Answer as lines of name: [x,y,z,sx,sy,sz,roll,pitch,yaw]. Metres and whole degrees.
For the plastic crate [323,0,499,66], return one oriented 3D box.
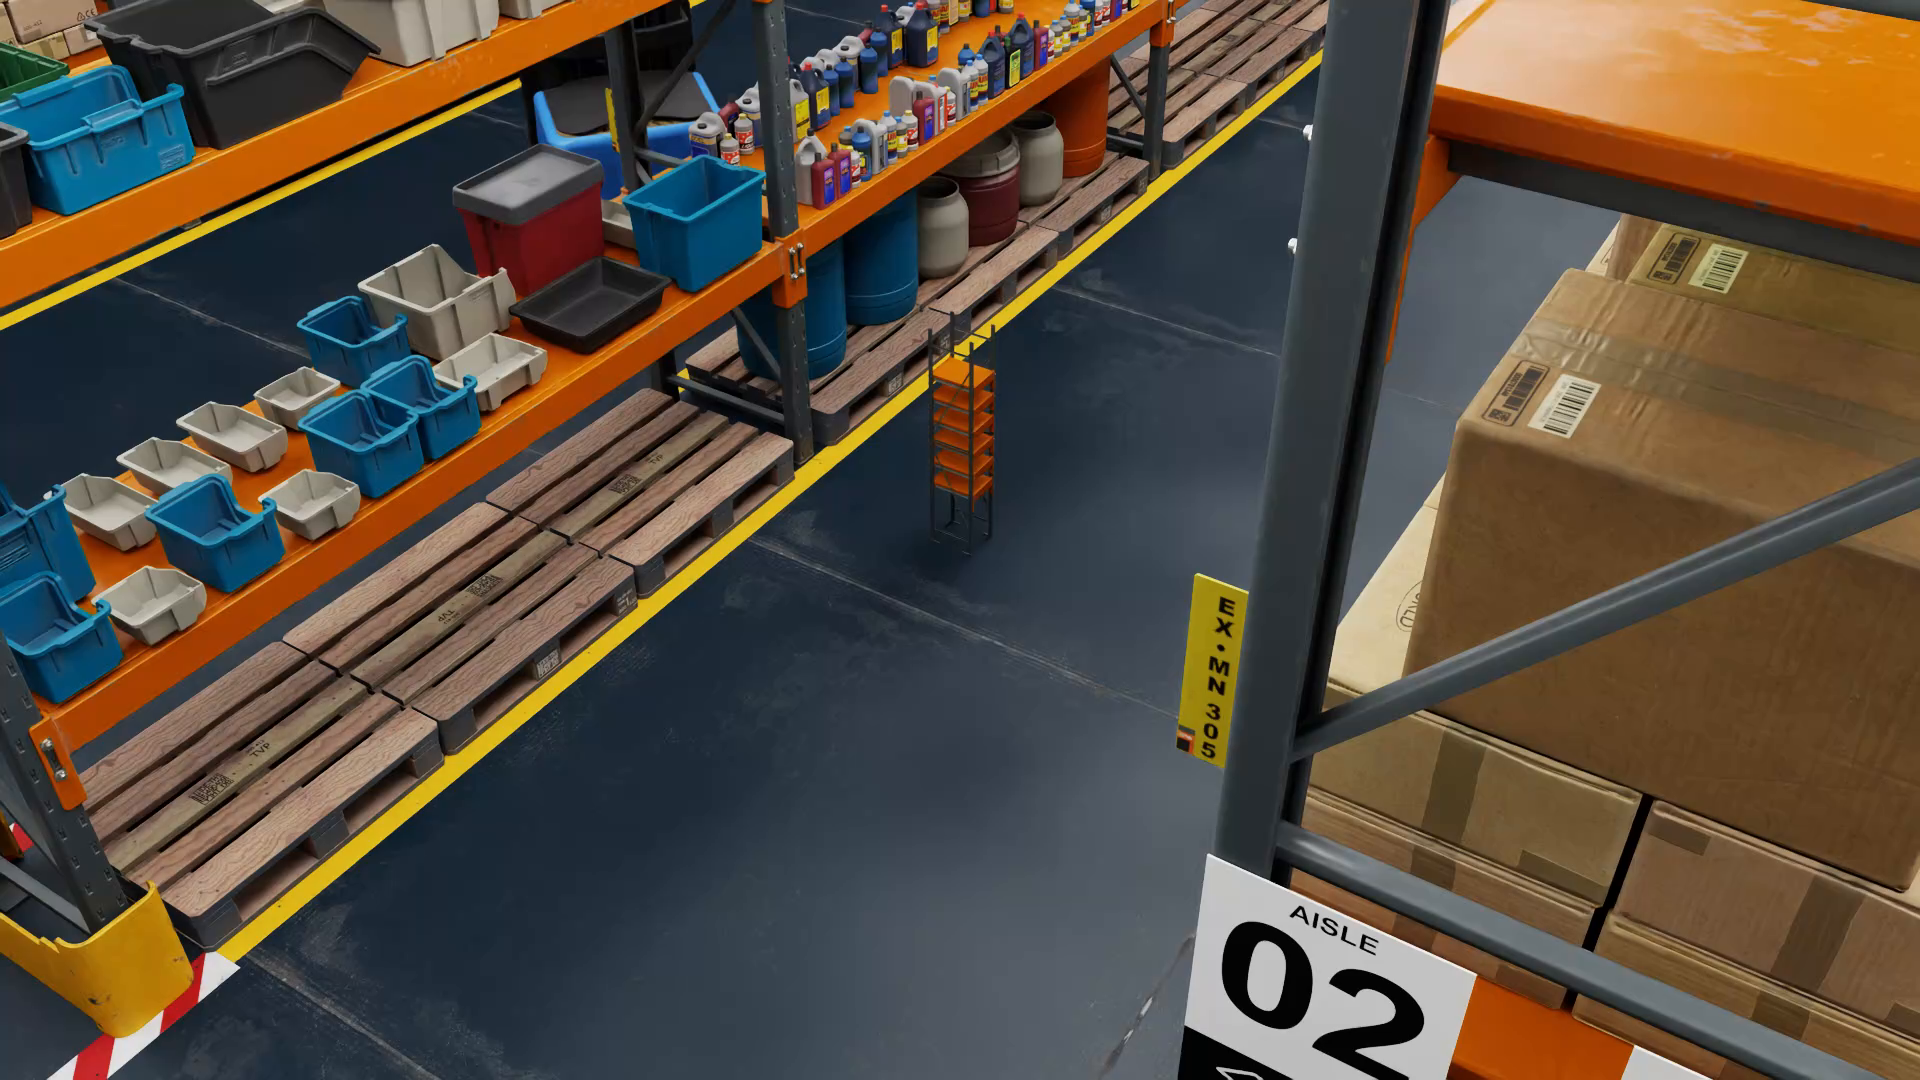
plastic crate: [-1.917,-1.885,5.818,0.437,0.282,0.530,21,42,25]

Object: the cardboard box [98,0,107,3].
cardboard box: [-5.384,-3.754,10.521,0.500,0.500,0.500,21,42,25]

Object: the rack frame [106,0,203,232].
rack frame: [-5.404,-3.384,10.123,1.000,3.000,0.127,21,42,25]

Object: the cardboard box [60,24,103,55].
cardboard box: [-5.291,-3.020,9.856,0.380,0.149,0.250,21,43,25]

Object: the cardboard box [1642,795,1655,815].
cardboard box: [1.145,0.186,3.157,0.500,0.250,0.500,21,42,25]

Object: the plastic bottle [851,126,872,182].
plastic bottle: [-0.495,-1.947,8.364,0.097,0.271,0.097,0,38,0]

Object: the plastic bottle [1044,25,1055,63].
plastic bottle: [0.498,-2.876,9.626,0.097,0.201,0.097,0,38,0]

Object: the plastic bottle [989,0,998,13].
plastic bottle: [0.168,-3.421,10.272,0.152,0.276,0.135,21,42,25]

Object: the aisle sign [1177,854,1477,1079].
aisle sign: [0.520,0.826,2.532,0.394,0.787,0.004,21,42,25]

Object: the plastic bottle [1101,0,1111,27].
plastic bottle: [0.863,-3.227,10.081,0.097,0.201,0.097,0,38,0]

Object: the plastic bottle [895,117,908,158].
plastic bottle: [-0.319,-2.089,8.605,0.097,0.201,0.097,0,38,0]

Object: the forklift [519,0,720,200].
forklift: [-2.284,-3.489,10.315,1.130,2.935,3.031,-12,39,-15]

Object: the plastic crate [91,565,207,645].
plastic crate: [-2.713,0.221,5.613,0.250,0.136,0.298,21,42,25]

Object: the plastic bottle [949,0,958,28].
plastic bottle: [-0.066,-3.251,10.045,0.061,0.283,0.133,21,42,25]

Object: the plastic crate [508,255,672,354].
plastic crate: [-1.595,-1.014,7.224,0.437,0.125,0.590,21,42,25]

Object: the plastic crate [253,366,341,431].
plastic crate: [-2.642,-0.556,6.621,0.298,0.136,0.250,21,42,25]

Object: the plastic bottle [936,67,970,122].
plastic bottle: [-0.032,-2.426,8.981,0.152,0.276,0.135,21,42,25]

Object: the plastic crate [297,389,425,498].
plastic crate: [-2.250,-0.358,6.285,0.416,0.233,0.300,21,42,25]

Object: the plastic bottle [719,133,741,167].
plastic bottle: [-1.169,-1.963,8.442,0.097,0.201,0.097,0,38,0]

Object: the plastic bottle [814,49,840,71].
plastic bottle: [-0.746,-2.542,9.131,0.152,0.276,0.135,21,42,25]

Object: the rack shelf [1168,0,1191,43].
rack shelf: [1.992,-4.572,12.253,1.077,0.370,4.000,21,42,25]

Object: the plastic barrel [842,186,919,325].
plastic barrel: [-0.537,-1.739,9.364,0.600,0.901,0.708,21,42,25]

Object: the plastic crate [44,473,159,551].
plastic crate: [-3.081,-0.101,6.030,0.396,0.136,0.243,21,42,25]

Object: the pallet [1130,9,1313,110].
pallet: [2.023,-3.735,12.861,1.003,0.211,1.213,21,42,25]

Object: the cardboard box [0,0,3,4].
cardboard box: [-5.697,-3.158,9.094,0.500,0.500,0.500,22,43,26]

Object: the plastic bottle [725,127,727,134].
plastic bottle: [-1.245,-2.063,8.572,0.097,0.201,0.097,0,38,0]

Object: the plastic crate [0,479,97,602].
plastic crate: [-3.344,0.027,5.620,0.616,0.435,0.499,21,42,25]

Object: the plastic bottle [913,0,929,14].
plastic bottle: [-0.242,-3.082,9.826,0.061,0.283,0.133,21,42,25]

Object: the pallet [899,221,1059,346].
pallet: [-0.121,-1.675,10.190,1.003,0.211,1.213,21,42,25]

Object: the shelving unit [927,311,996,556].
shelving unit: [0.008,-0.483,7.833,0.258,1.200,0.189,21,42,25]

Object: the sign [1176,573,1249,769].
sign: [0.357,0.190,2.305,0.100,0.325,0.005,21,42,25]

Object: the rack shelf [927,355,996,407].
rack shelf: [0.008,-0.733,7.640,0.258,0.103,0.180,21,42,25]

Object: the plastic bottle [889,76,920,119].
plastic bottle: [-0.285,-2.356,8.890,0.152,0.276,0.135,21,42,25]

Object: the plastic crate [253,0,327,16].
plastic crate: [-2.468,-1.932,5.998,0.437,0.136,0.530,21,42,25]

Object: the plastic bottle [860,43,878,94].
plastic bottle: [-0.506,-2.628,9.247,0.097,0.271,0.097,0,38,0]

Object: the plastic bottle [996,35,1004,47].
plastic bottle: [0.230,-2.699,9.329,0.061,0.283,0.133,21,42,25]

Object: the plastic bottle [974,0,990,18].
plastic bottle: [0.134,-3.349,10.182,0.097,0.271,0.097,0,38,0]

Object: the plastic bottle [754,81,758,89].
plastic bottle: [-1.006,-2.325,8.790,0.144,0.351,0.185,21,42,25]

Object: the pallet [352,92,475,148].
pallet: [-4.402,-3.334,12.341,1.003,0.211,1.213,21,42,25]

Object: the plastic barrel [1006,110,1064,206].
plastic barrel: [0.446,-2.429,10.577,0.421,0.512,0.421,0,38,0]

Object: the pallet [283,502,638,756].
pallet: [-2.236,0.364,7.545,1.003,0.211,1.213,21,42,25]

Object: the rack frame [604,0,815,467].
rack frame: [-1.222,-1.764,8.021,1.000,3.000,0.127,21,42,25]

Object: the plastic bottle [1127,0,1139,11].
plastic bottle: [1.064,-3.432,10.280,0.061,0.283,0.133,21,42,25]

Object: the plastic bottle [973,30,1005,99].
plastic bottle: [0.161,-2.637,9.194,0.144,0.351,0.185,21,42,25]

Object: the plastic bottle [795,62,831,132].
plastic bottle: [-0.785,-2.374,8.852,0.144,0.351,0.185,21,42,25]

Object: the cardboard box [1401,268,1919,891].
cardboard box: [1.077,0.026,2.341,0.700,0.500,0.500,21,42,25]

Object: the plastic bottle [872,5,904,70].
plastic bottle: [-0.416,-2.893,9.526,0.144,0.351,0.185,21,42,25]

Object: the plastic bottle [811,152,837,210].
plastic bottle: [-0.666,-1.767,8.121,0.061,0.283,0.133,21,42,25]

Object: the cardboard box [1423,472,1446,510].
cardboard box: [1.143,-0.013,3.005,0.500,0.250,0.500,21,42,25]

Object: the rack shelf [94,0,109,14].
rack shelf: [-4.333,-4.130,11.680,1.077,0.370,4.000,21,42,25]

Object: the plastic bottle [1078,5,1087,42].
plastic bottle: [0.707,-3.076,9.886,0.097,0.201,0.097,0,38,0]

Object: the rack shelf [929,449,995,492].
rack shelf: [0.008,-0.352,7.933,0.258,0.103,0.180,21,42,25]

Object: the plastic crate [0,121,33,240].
plastic crate: [-2.924,-0.946,4.609,0.497,0.269,0.590,21,42,25]
